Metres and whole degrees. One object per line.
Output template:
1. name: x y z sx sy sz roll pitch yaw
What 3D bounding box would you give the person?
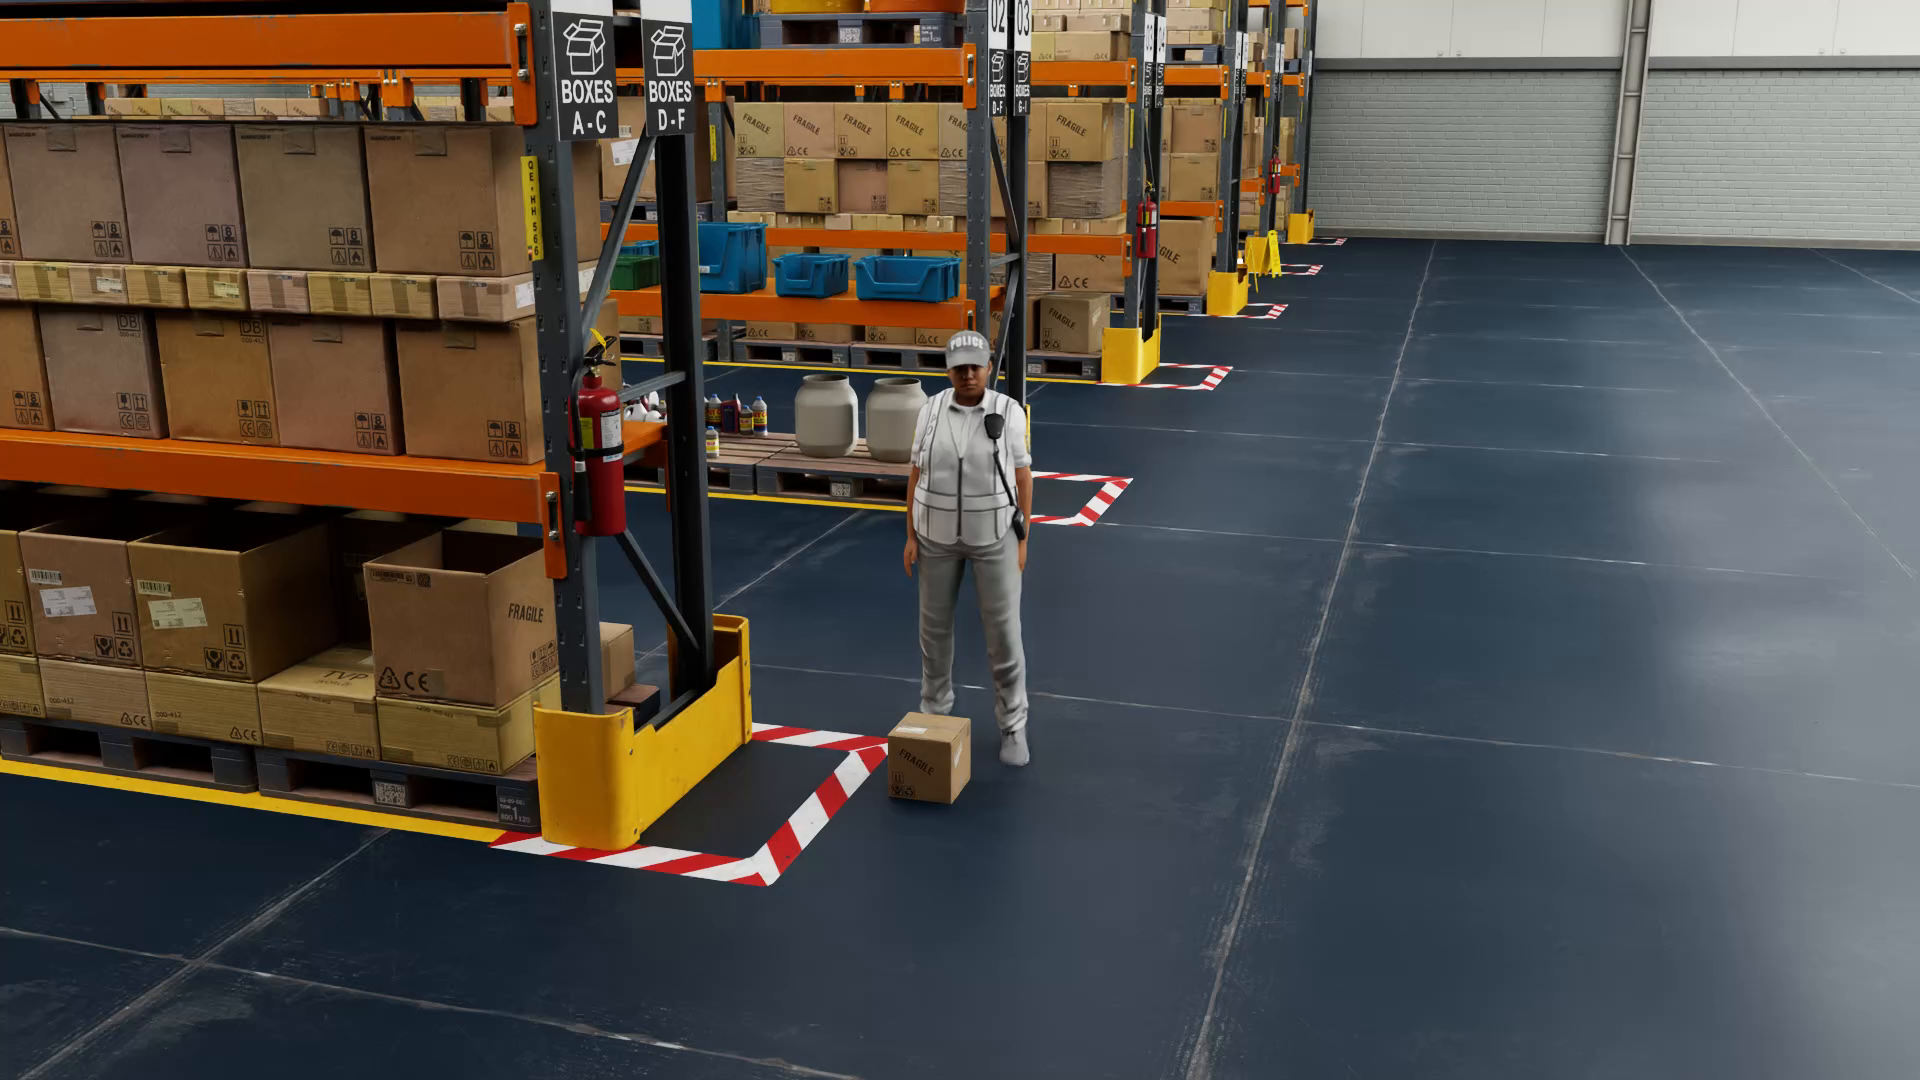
1. person: 0.043 0.027 6.538 0.521 1.698 0.410 3 15 11
